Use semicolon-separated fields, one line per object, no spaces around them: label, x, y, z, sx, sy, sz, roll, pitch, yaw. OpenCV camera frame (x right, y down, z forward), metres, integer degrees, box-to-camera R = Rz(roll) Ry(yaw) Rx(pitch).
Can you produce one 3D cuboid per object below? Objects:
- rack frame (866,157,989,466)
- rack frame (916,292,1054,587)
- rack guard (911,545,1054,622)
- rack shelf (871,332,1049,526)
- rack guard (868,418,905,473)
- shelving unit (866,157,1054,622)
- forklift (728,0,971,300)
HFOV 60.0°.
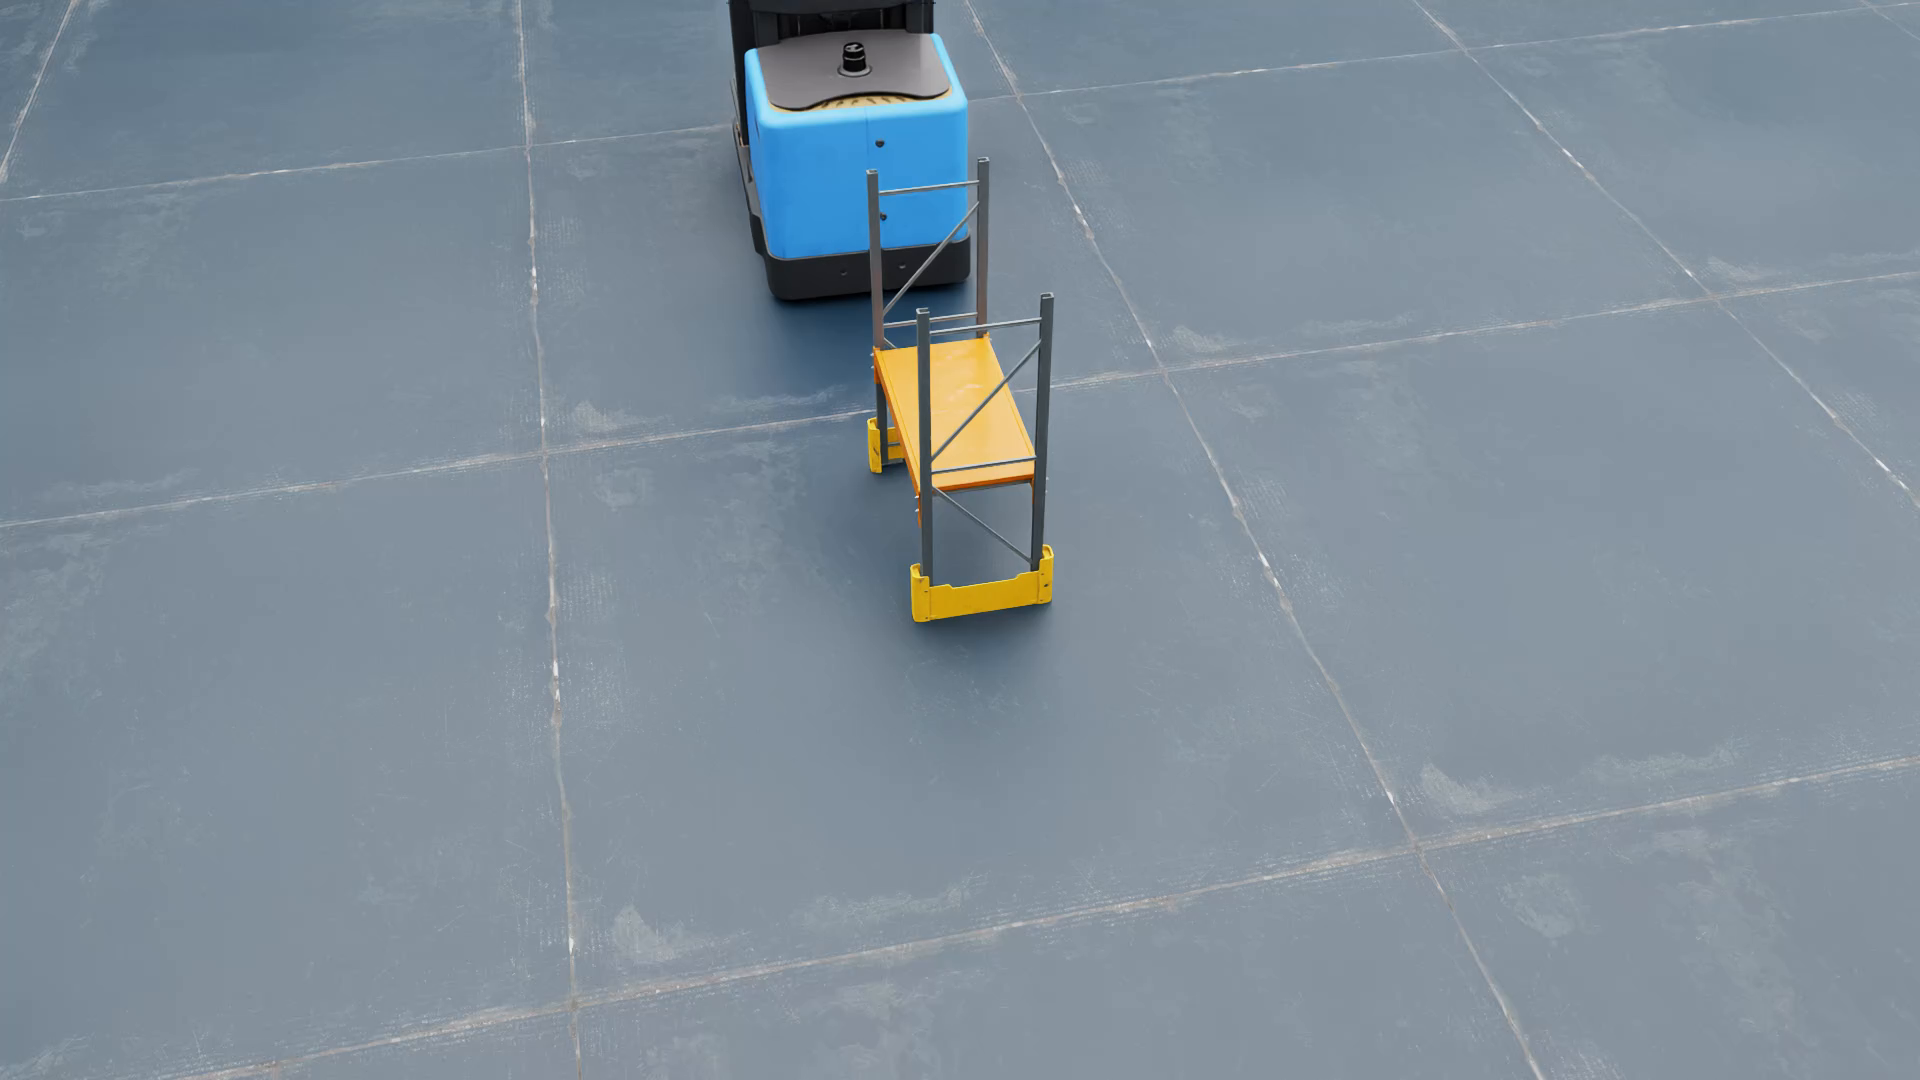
rack frame;-0.128;-0.946;7.186;0.500;1.500;0.032;-8;42;-9
rack frame;0.091;-0.287;6.443;0.500;1.500;0.032;-8;42;-9
rack guard;0.091;0.180;6.859;0.587;0.250;0.087;-8;42;-9
rack shelf;-0.018;-0.482;6.934;0.538;0.185;1.000;-8;42;-9
rack guard;-0.124;-0.466;7.586;0.587;0.250;0.087;-8;42;-9
shelving unit;-0.016;-0.610;6.808;0.587;1.500;1.083;-8;42;-9
forklift;-0.733;-3.315;8.777;1.130;2.935;3.031;-7;42;-8
